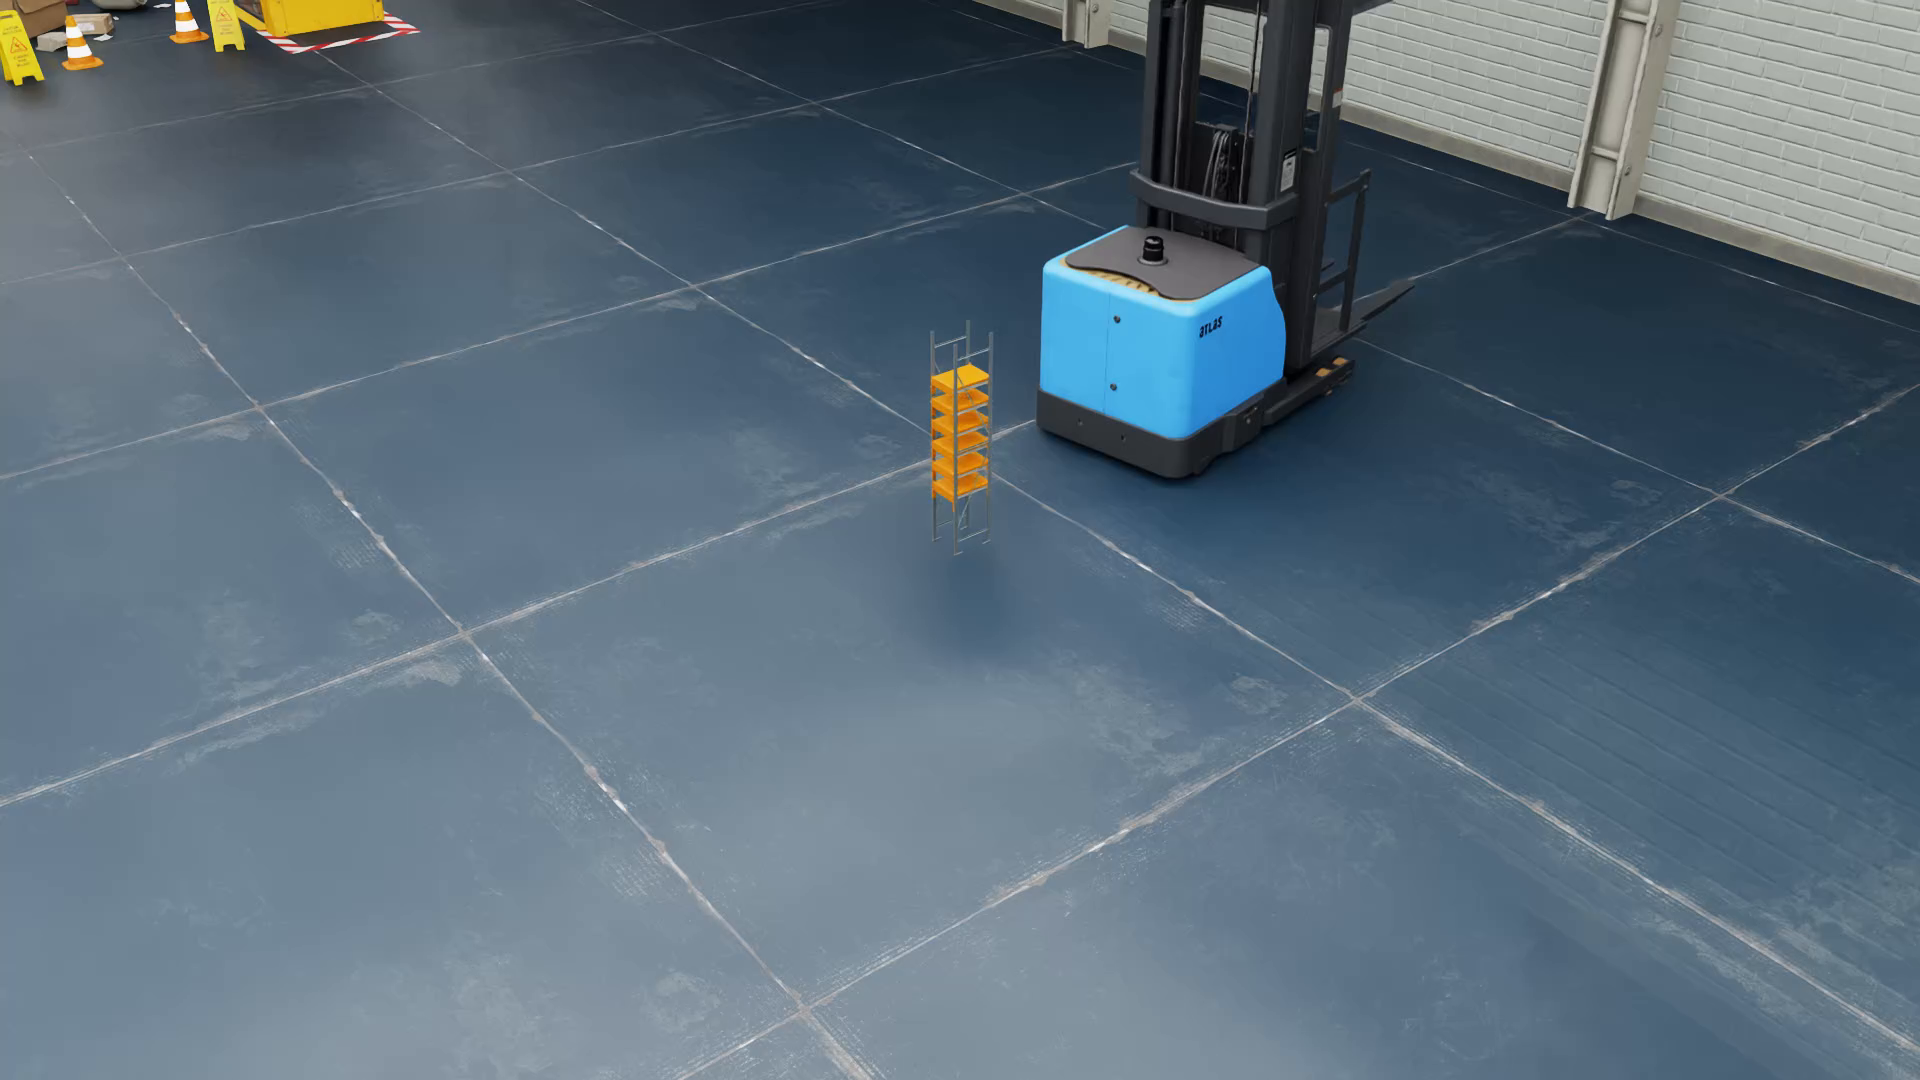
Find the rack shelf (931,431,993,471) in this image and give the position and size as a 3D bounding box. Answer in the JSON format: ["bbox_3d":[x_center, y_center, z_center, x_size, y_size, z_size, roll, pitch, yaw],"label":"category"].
[{"bbox_3d":[0.009,-0.466,8.447,0.258,0.103,0.180,-22,38,-31],"label":"rack shelf"}]

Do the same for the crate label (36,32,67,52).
[{"bbox_3d":[-9.085,-5.003,16.676,0.298,0.136,0.250,12,34,19],"label":"crate label"}]

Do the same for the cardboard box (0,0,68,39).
[{"bbox_3d":[-9.680,-5.503,17.134,0.637,0.503,0.797,6,32,10],"label":"cardboard box"}]

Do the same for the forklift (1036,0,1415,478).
[{"bbox_3d":[1.791,-2.285,9.652,1.130,2.935,3.031,25,39,34],"label":"forklift"}]

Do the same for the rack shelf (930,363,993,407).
[{"bbox_3d":[0.009,-0.772,8.257,0.258,0.103,0.180,-22,38,-31],"label":"rack shelf"}]

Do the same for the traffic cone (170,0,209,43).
[{"bbox_3d":[-7.886,-5.335,16.901,0.336,0.463,0.334,-22,38,-31],"label":"traffic cone"}]

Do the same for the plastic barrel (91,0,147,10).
[{"bbox_3d":[-9.065,-5.927,17.893,0.512,0.421,0.421,1,32,2],"label":"plastic barrel"}]

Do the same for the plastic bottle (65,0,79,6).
[{"bbox_3d":[-9.746,-5.925,18.232,0.133,0.061,0.283,-16,35,-23],"label":"plastic bottle"}]

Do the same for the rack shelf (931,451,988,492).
[{"bbox_3d":[0.009,-0.364,8.510,0.258,0.103,0.180,-22,38,-31],"label":"rack shelf"}]

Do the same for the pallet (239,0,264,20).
[{"bbox_3d":[-7.120,-5.848,17.966,1.003,0.211,1.213,-22,38,-31],"label":"pallet"}]

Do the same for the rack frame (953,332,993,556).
[{"bbox_3d":[0.065,-0.466,8.362,0.240,1.200,0.006,-22,38,-31],"label":"rack frame"}]

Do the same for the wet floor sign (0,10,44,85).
[{"bbox_3d":[-8.869,-4.636,15.602,0.232,0.644,0.267,26,40,35],"label":"wet floor sign"}]

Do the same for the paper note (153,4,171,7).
[{"bbox_3d":[-8.671,-5.819,18.090,0.148,0.019,0.142,18,36,27],"label":"paper note"}]

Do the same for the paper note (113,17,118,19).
[{"bbox_3d":[-8.972,-5.546,17.670,0.032,0.001,0.123,-22,38,-31],"label":"paper note"}]

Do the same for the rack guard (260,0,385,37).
[{"bbox_3d":[-6.650,-5.621,17.326,1.175,0.500,0.348,-22,38,-31],"label":"rack guard"}]

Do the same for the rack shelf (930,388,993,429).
[{"bbox_3d":[0.009,-0.670,8.321,0.258,0.103,0.180,-22,38,-31],"label":"rack shelf"}]

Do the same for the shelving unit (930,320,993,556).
[{"bbox_3d":[0.009,-0.504,8.424,0.258,1.200,0.189,-22,38,-31],"label":"shelving unit"}]

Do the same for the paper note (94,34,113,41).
[{"bbox_3d":[-8.755,-5.140,16.996,0.142,0.019,0.148,18,36,27],"label":"paper note"}]

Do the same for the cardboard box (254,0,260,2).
[{"bbox_3d":[-7.326,-5.921,17.649,0.500,0.250,0.500,-22,38,-32],"label":"cardboard box"}]

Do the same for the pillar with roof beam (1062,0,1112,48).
[{"bbox_3d":[-2.121,-7.495,12.289,9.100,9.000,0.400,-22,38,-31],"label":"pillar with roof beam"}]

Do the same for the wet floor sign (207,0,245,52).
[{"bbox_3d":[-7.332,-5.225,16.552,0.267,0.644,0.232,-10,33,-15],"label":"wet floor sign"}]

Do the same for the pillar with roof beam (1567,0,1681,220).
[{"bbox_3d":[1.559,-4.995,8.263,9.100,9.000,0.400,-22,38,-31],"label":"pillar with roof beam"}]

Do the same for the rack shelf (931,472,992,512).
[{"bbox_3d":[0.009,-0.262,8.574,0.258,0.103,0.180,-22,38,-31],"label":"rack shelf"}]

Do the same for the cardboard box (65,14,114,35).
[{"bbox_3d":[-9.002,-5.332,17.194,0.380,0.149,0.250,-4,32,-7],"label":"cardboard box"}]

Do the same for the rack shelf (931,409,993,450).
[{"bbox_3d":[0.009,-0.568,8.384,0.258,0.103,0.180,-22,38,-31],"label":"rack shelf"}]

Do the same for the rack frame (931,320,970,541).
[{"bbox_3d":[-0.047,-0.542,8.485,0.240,1.200,0.006,-22,38,-31],"label":"rack frame"}]

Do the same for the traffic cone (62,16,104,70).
[{"bbox_3d":[-8.554,-4.834,16.095,0.336,0.463,0.334,-22,38,-31],"label":"traffic cone"}]

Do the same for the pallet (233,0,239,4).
[{"bbox_3d":[-7.864,-6.356,18.784,1.003,0.211,1.213,-22,38,-31],"label":"pallet"}]
